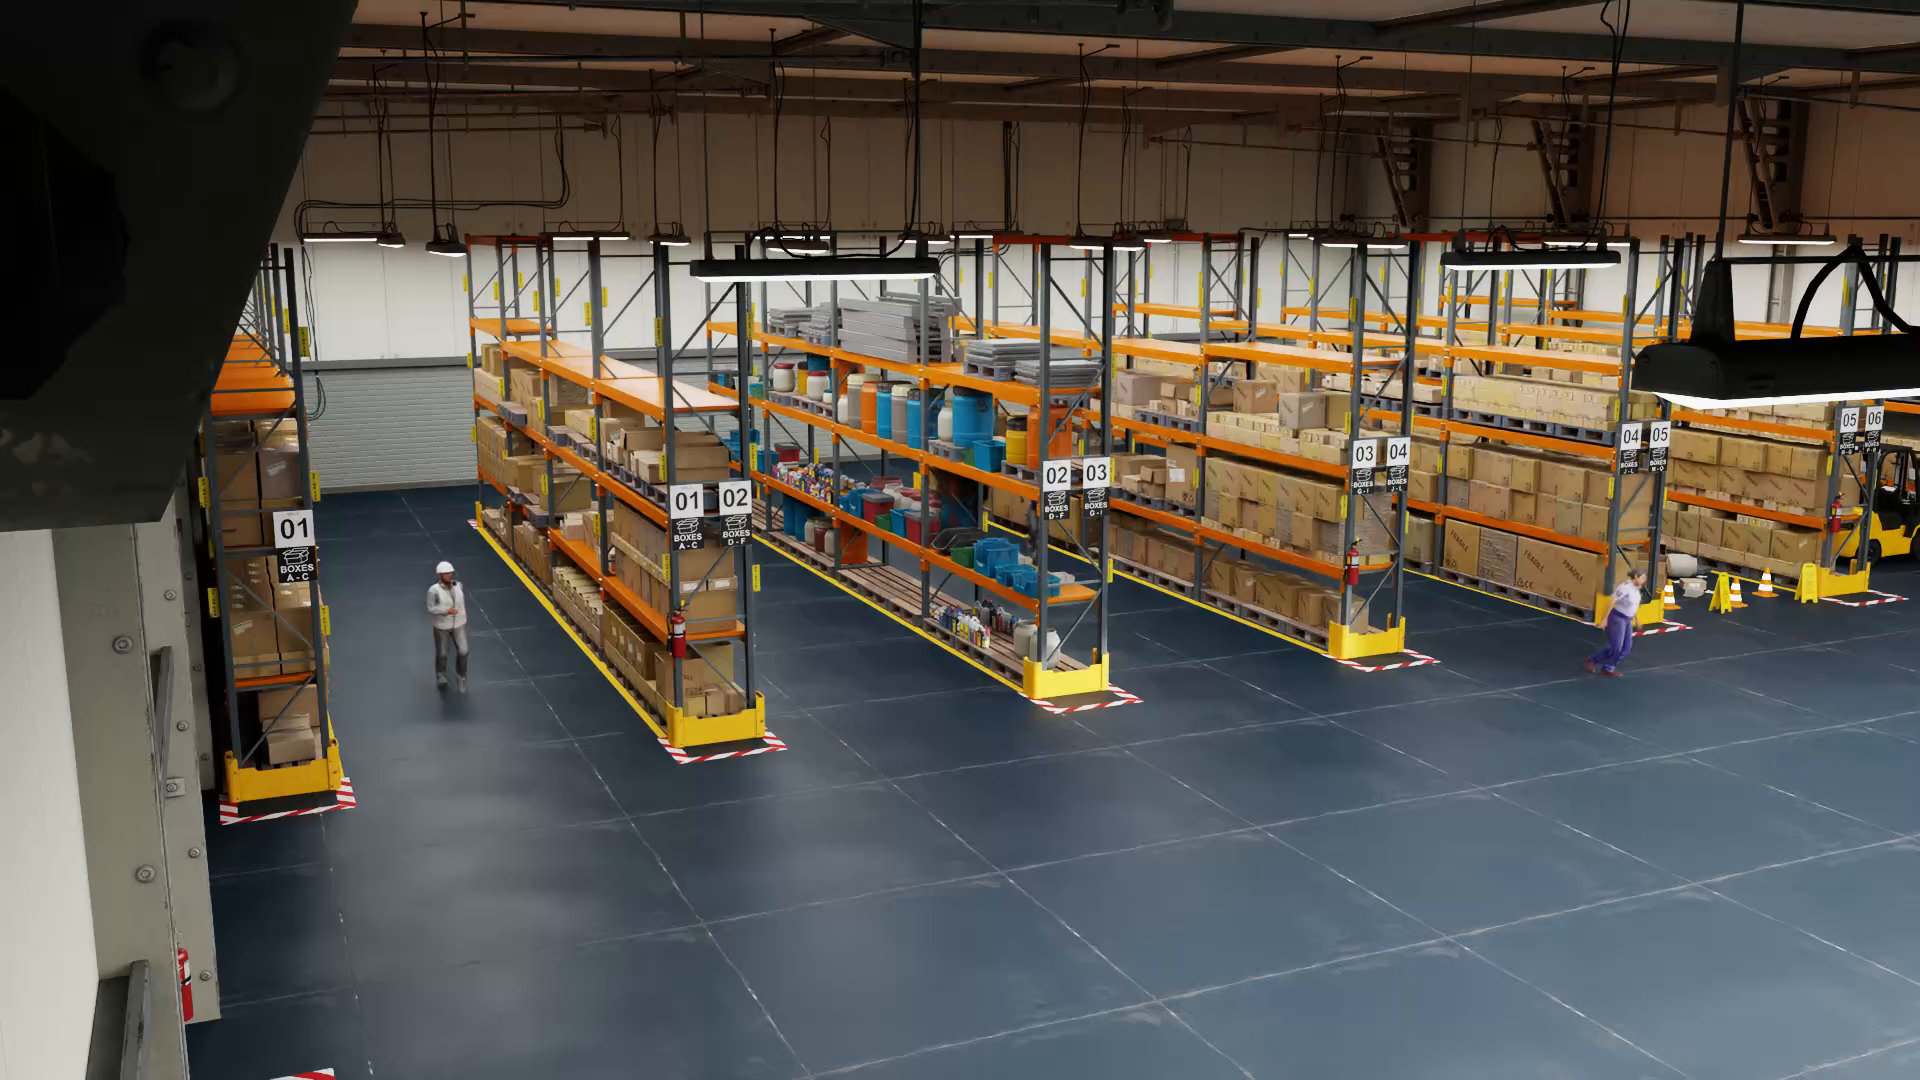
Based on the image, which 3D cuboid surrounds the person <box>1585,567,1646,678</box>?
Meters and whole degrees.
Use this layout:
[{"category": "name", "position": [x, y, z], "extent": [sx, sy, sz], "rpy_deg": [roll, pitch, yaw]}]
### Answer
[{"category": "person", "position": [9.122, 1.139, 23.130], "extent": [0.612, 1.567, 0.758], "rpy_deg": [11, 15, 43]}]

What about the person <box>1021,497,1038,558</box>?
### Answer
[{"category": "person", "position": [1.438, -0.452, 30.397], "extent": [0.577, 1.492, 1.080], "rpy_deg": [-1, 11, -7]}]

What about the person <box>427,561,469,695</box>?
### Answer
[{"category": "person", "position": [-6.889, 1.182, 22.412], "extent": [0.597, 1.825, 0.834], "rpy_deg": [-7, 13, -34]}]
